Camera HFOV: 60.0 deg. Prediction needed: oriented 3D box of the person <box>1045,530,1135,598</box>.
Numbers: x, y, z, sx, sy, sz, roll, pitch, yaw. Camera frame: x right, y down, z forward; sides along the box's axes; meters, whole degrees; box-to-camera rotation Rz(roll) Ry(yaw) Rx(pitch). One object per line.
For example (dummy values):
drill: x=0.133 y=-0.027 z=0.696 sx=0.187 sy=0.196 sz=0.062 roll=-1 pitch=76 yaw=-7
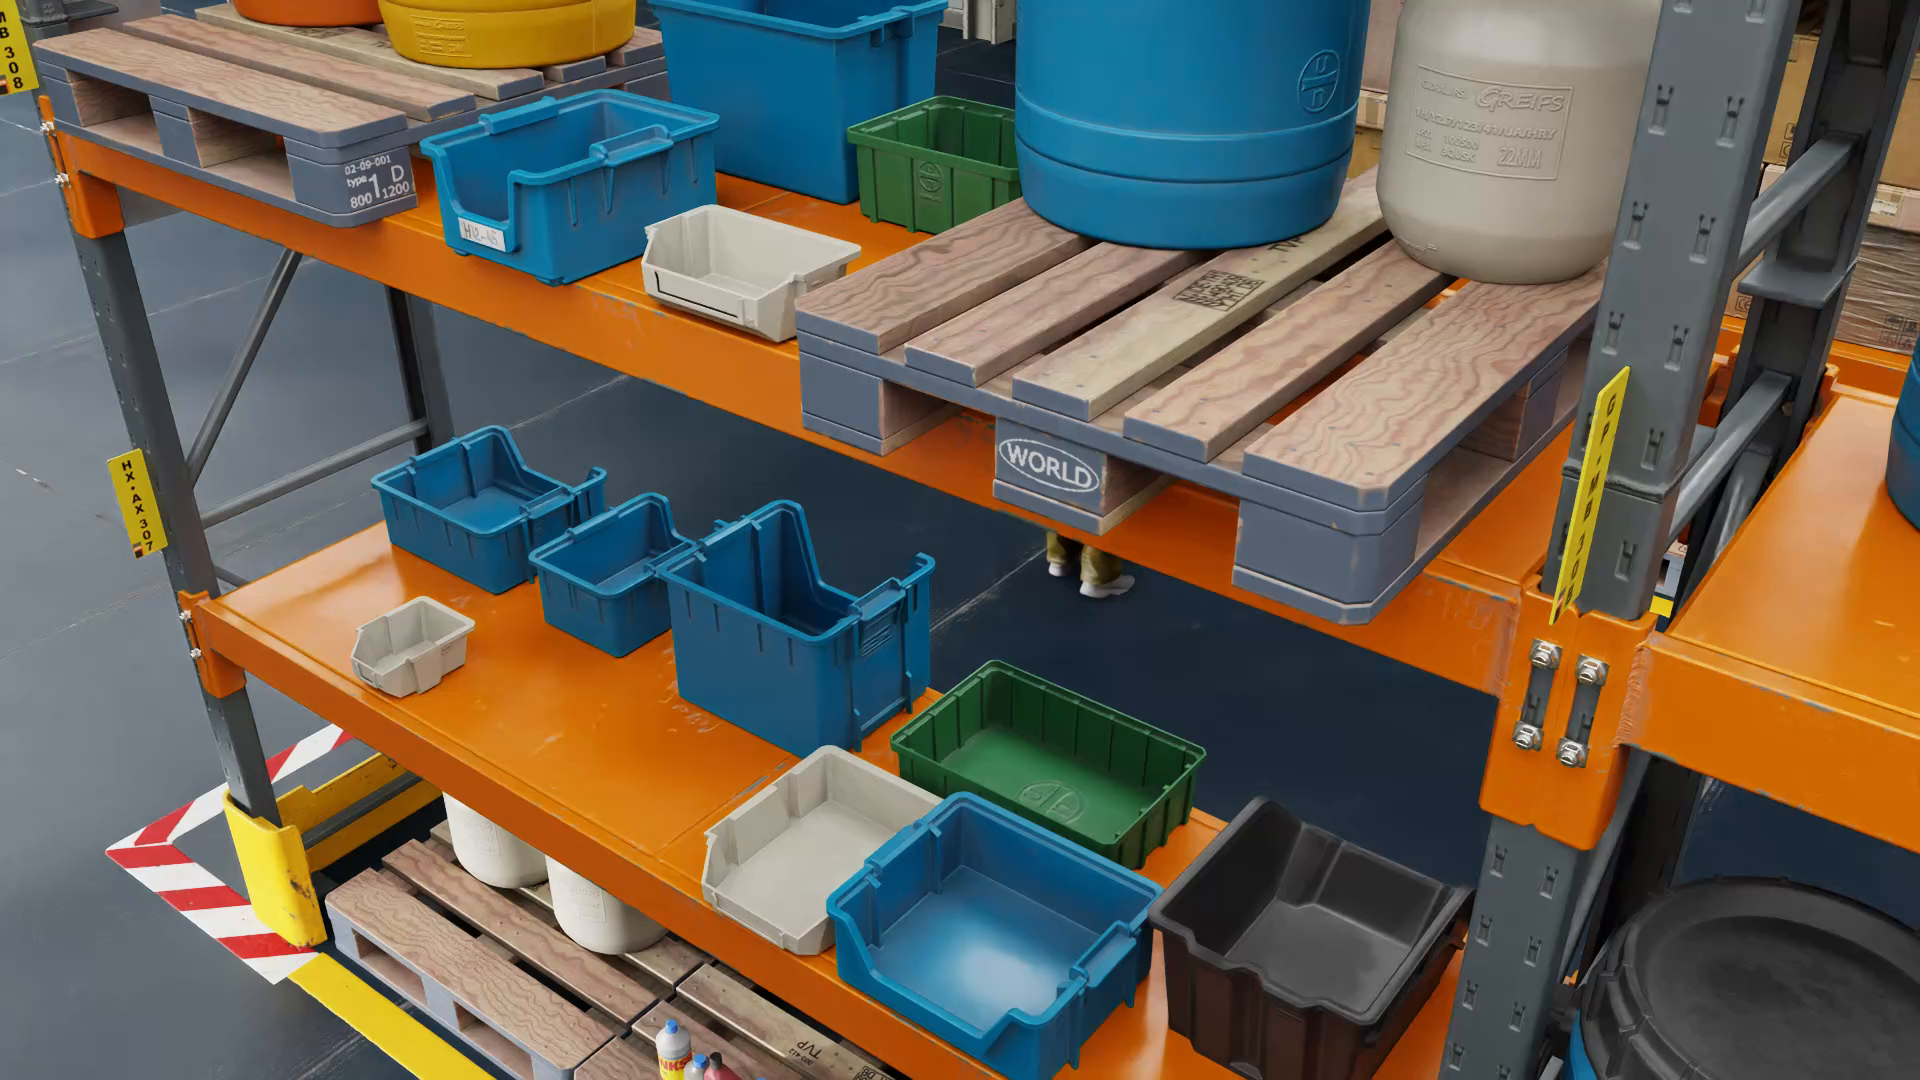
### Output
person: x=0.558 y=-0.595 z=7.184 sx=0.589 sy=1.838 sz=0.499 roll=21 pitch=37 yaw=32
